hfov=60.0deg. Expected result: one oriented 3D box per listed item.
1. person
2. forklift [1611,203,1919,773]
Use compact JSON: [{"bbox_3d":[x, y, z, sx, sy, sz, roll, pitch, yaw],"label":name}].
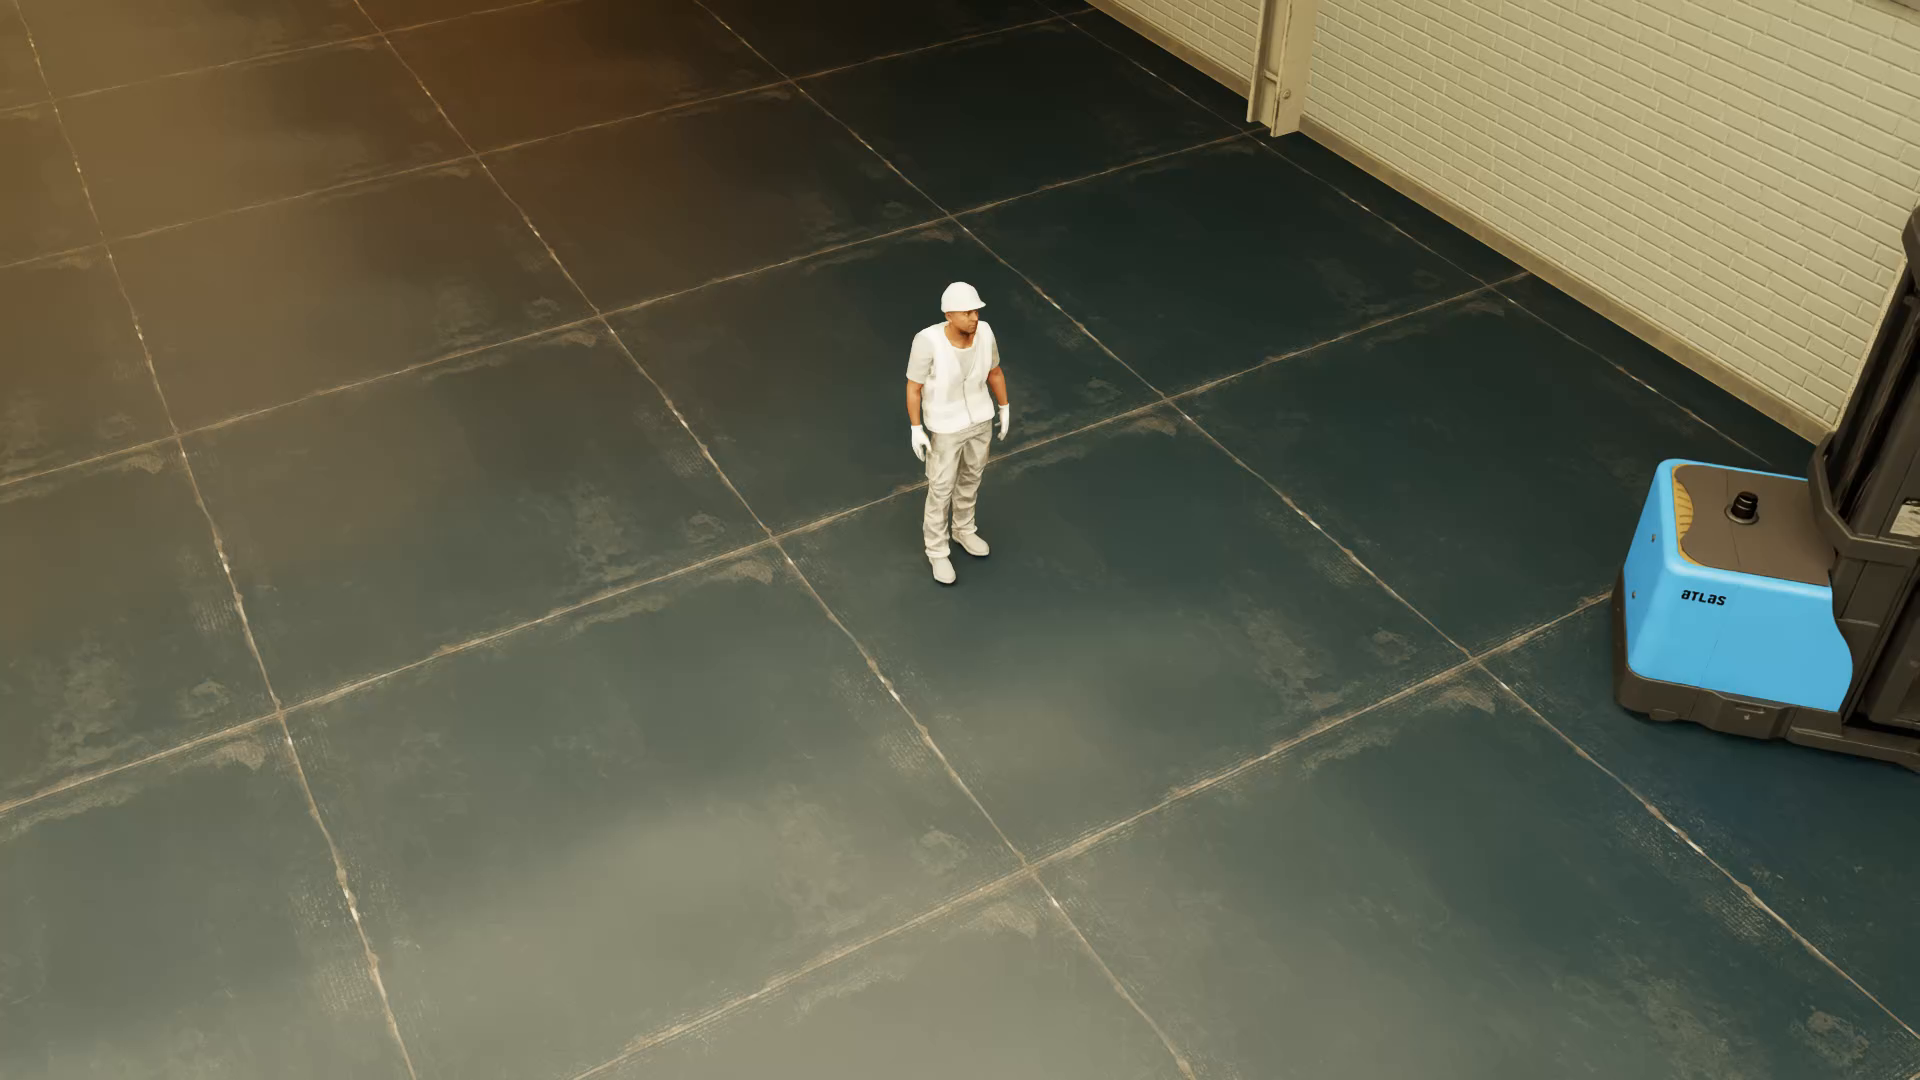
[{"bbox_3d":[0.028,-0.650,9.707,0.656,1.782,0.577,-20,44,-23],"label":"person"},{"bbox_3d":[5.192,-0.219,8.300,3.031,2.935,1.130,10,41,12],"label":"forklift"}]
